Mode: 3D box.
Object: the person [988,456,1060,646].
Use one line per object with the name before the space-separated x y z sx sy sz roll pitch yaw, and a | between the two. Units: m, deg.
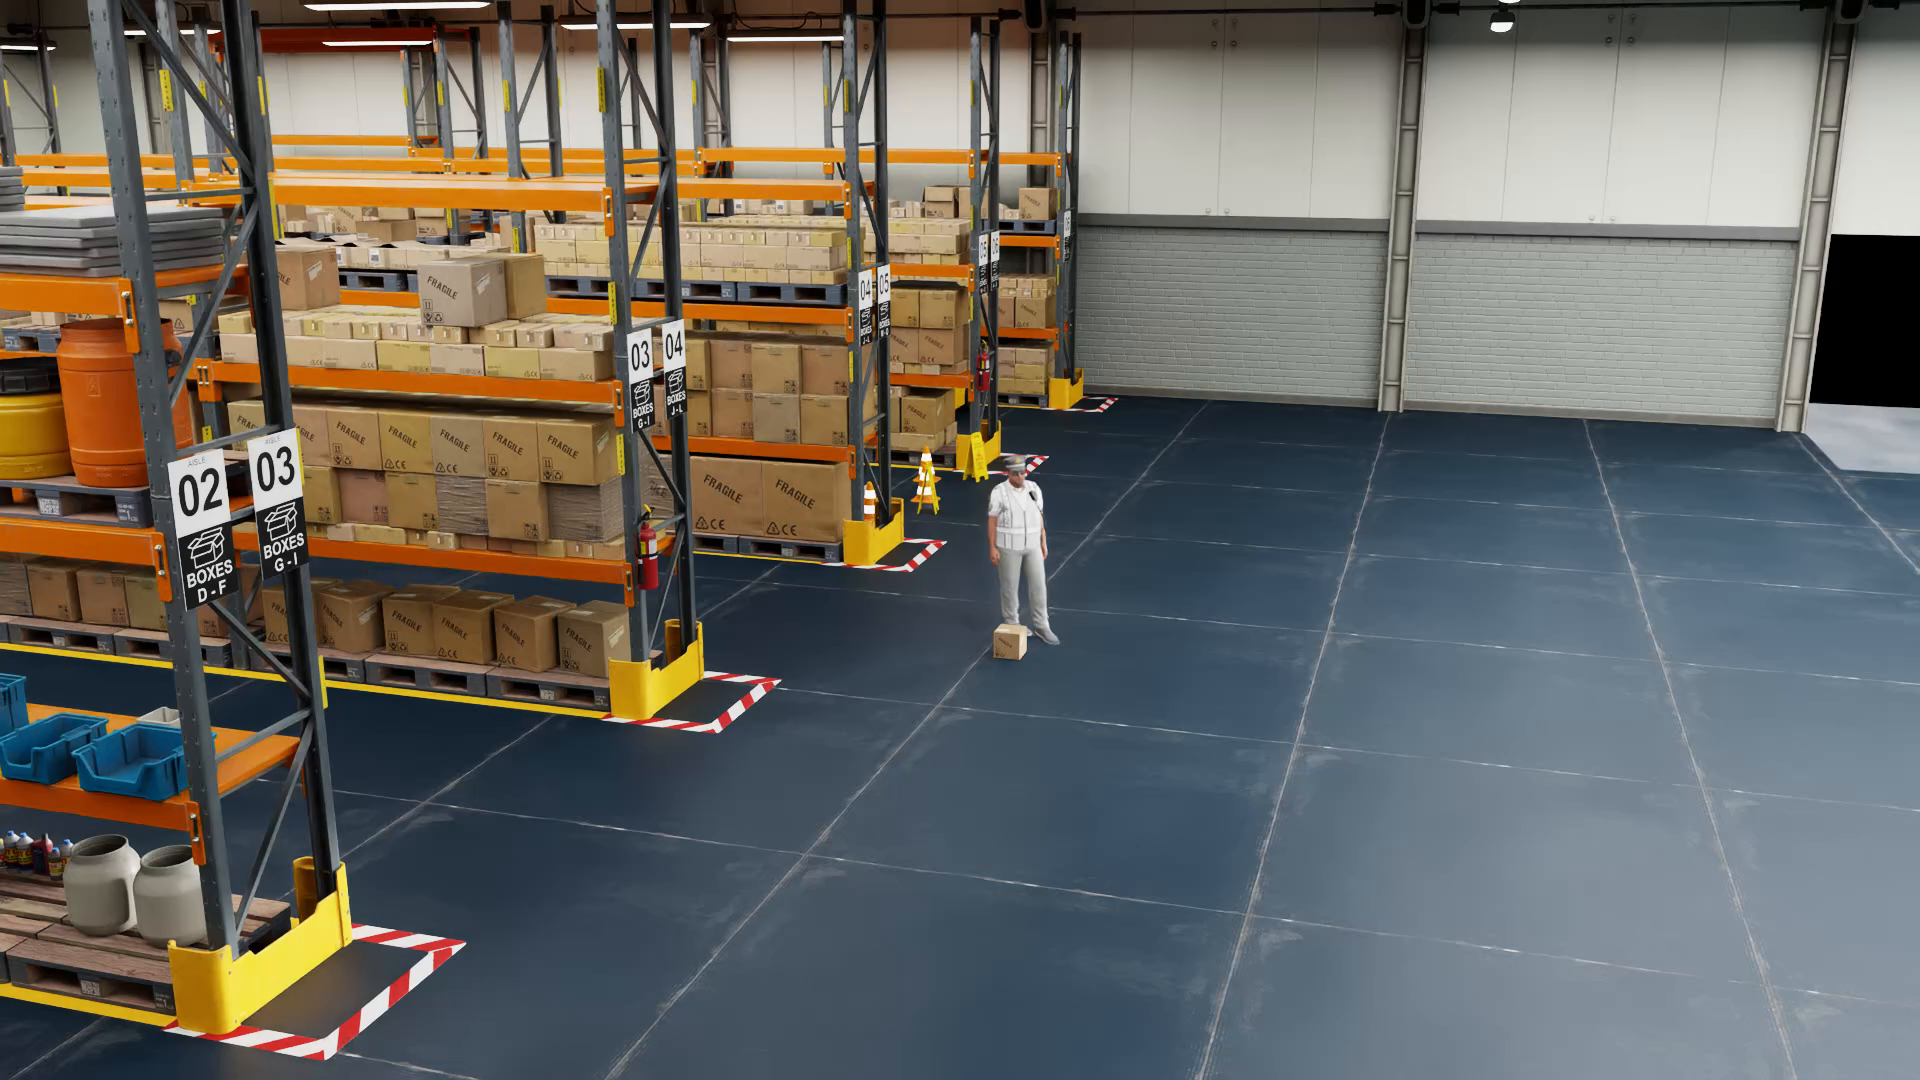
person | 0.599 0.090 15.638 0.569 1.770 0.605 -5 16 -19
